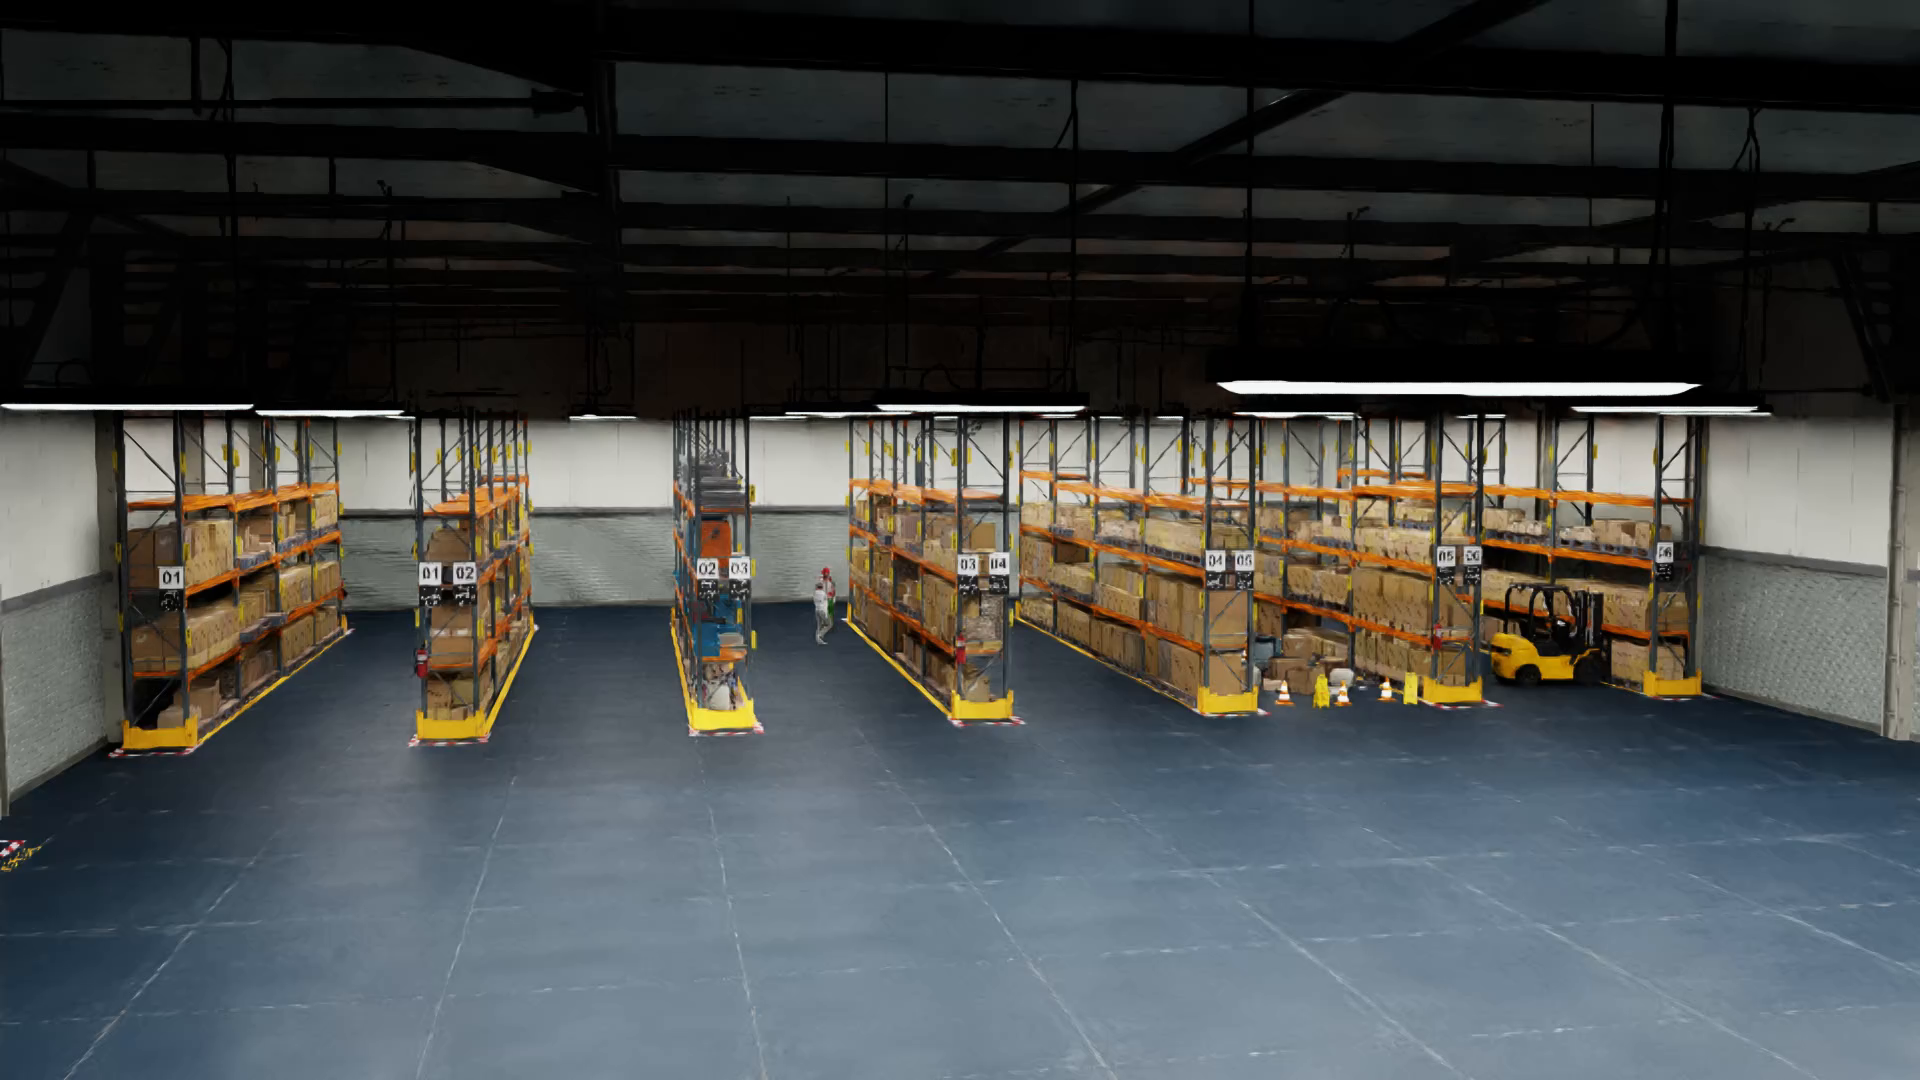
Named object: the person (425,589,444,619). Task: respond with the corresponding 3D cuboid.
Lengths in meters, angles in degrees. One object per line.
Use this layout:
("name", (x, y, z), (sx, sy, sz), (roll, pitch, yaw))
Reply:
("person", (-15.099, 1.453, 47.724), (0.511, 1.758, 0.740), (3, 5, 37))

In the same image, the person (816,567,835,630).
("person", (-3.704, 1.593, 45.878), (0.553, 1.709, 1.123), (-1, 4, -9))

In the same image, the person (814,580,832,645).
("person", (-3.562, 1.865, 42.493), (0.414, 1.675, 0.517), (-4, 5, -41))

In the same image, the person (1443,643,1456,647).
("person", (11.002, 2.209, 37.609), (0.546, 1.659, 0.599), (2, 4, 22))
